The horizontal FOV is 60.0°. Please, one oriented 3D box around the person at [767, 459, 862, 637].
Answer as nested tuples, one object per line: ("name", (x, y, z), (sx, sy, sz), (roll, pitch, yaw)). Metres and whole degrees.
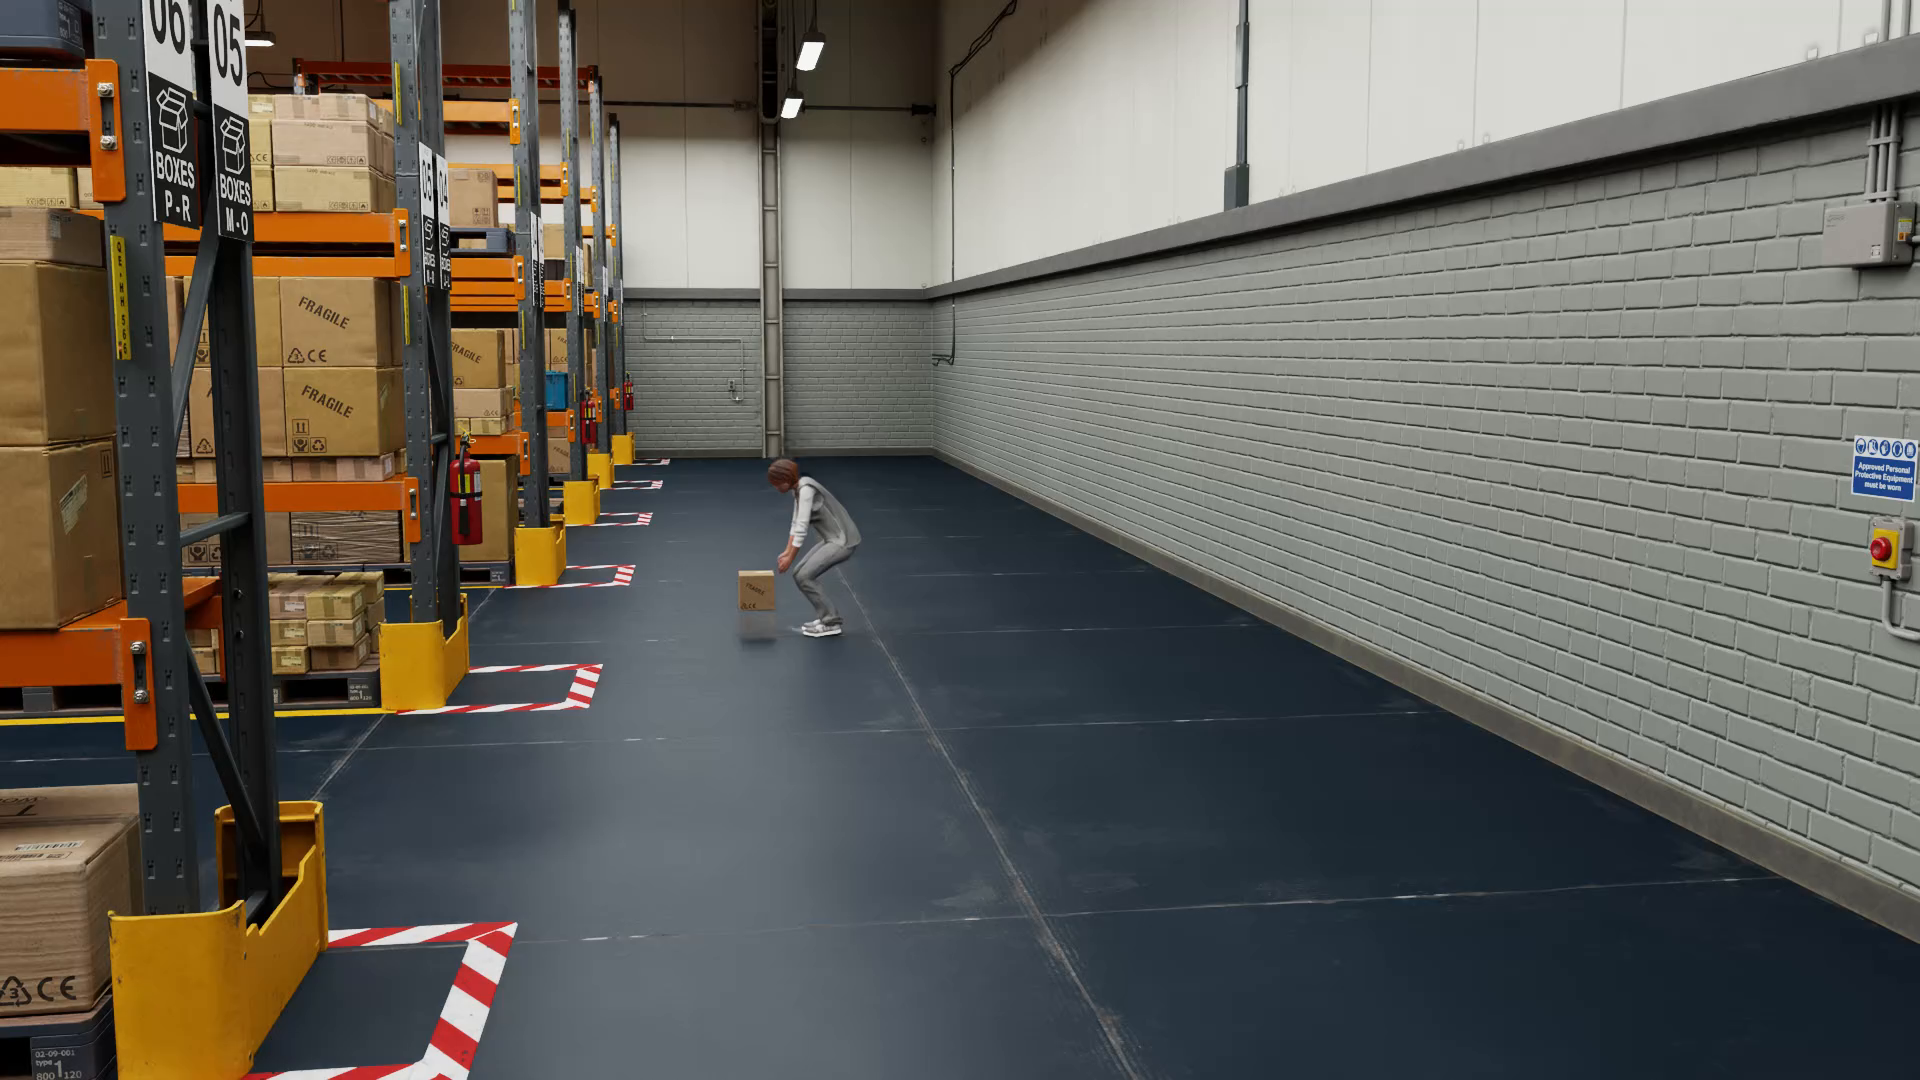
("person", (-1.038, 0.068, 11.927), (0.671, 1.241, 0.463), (-1, 7, -9))
